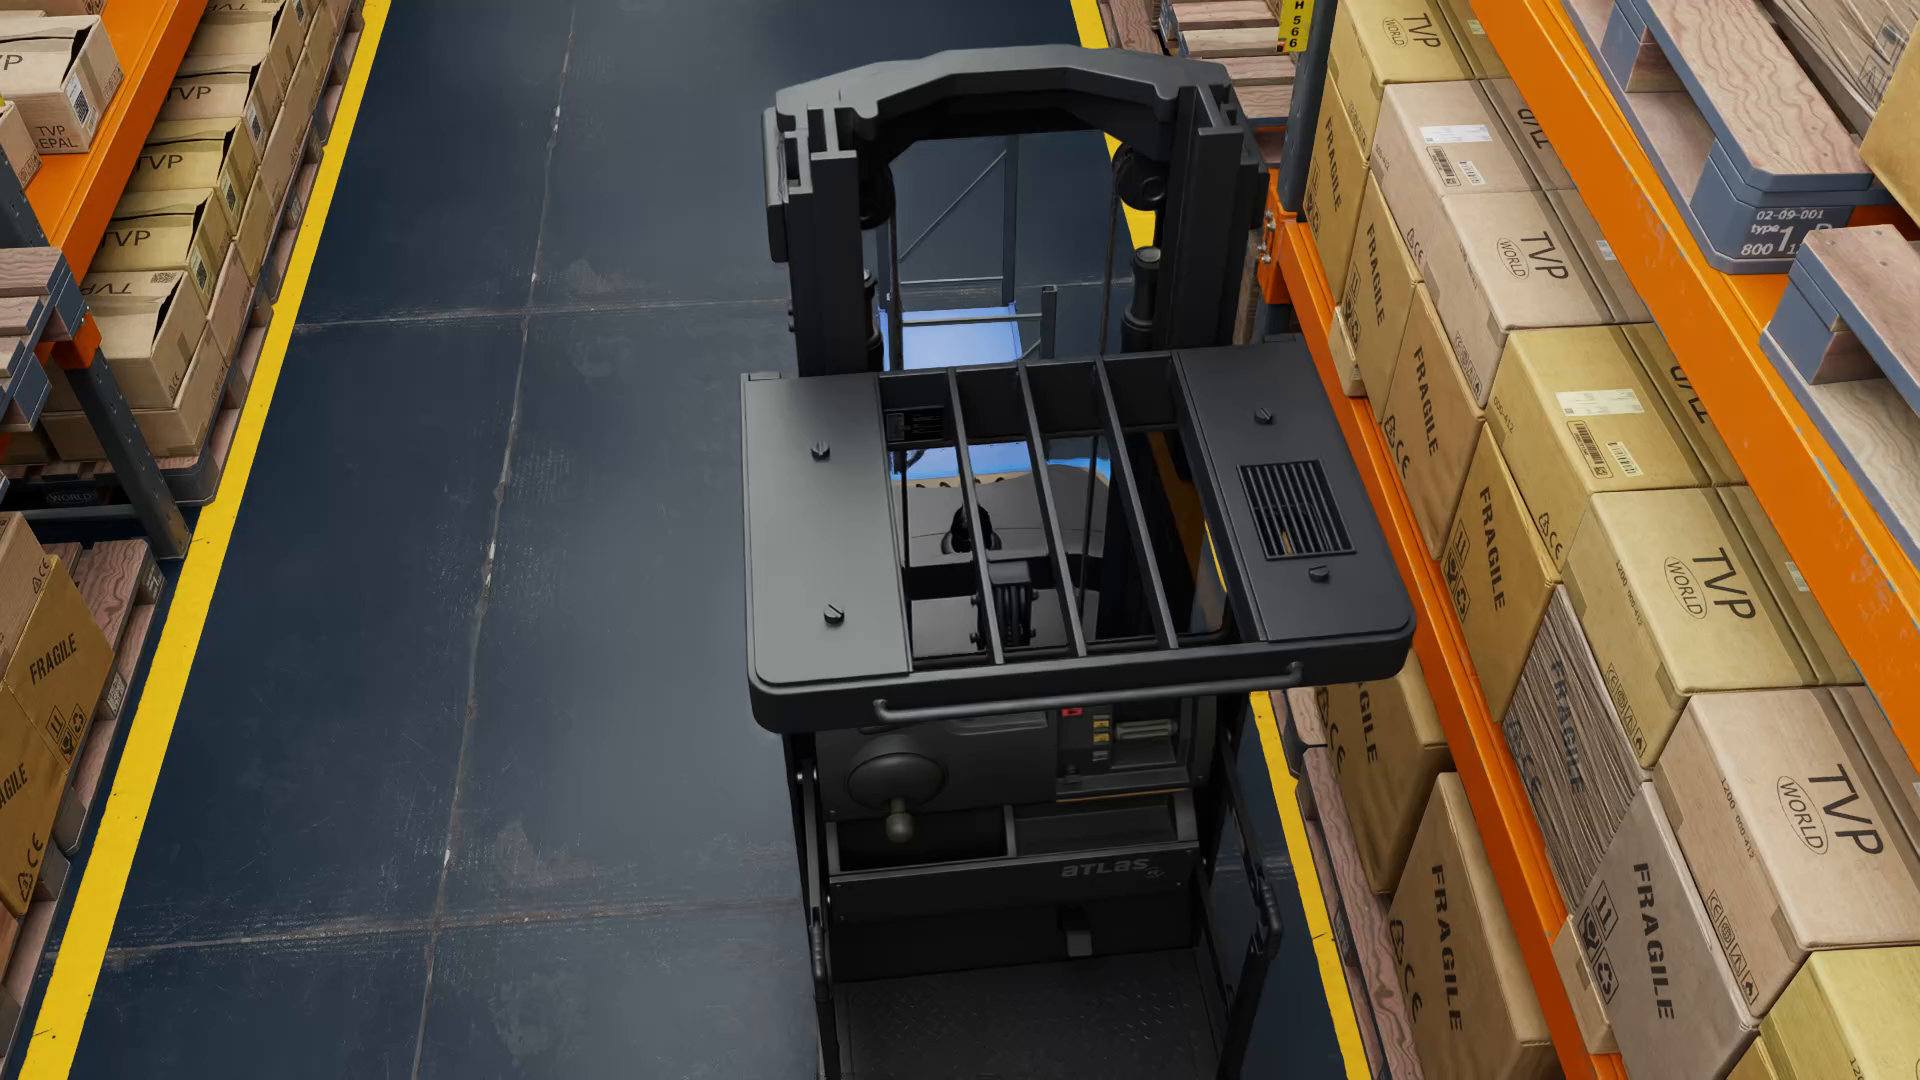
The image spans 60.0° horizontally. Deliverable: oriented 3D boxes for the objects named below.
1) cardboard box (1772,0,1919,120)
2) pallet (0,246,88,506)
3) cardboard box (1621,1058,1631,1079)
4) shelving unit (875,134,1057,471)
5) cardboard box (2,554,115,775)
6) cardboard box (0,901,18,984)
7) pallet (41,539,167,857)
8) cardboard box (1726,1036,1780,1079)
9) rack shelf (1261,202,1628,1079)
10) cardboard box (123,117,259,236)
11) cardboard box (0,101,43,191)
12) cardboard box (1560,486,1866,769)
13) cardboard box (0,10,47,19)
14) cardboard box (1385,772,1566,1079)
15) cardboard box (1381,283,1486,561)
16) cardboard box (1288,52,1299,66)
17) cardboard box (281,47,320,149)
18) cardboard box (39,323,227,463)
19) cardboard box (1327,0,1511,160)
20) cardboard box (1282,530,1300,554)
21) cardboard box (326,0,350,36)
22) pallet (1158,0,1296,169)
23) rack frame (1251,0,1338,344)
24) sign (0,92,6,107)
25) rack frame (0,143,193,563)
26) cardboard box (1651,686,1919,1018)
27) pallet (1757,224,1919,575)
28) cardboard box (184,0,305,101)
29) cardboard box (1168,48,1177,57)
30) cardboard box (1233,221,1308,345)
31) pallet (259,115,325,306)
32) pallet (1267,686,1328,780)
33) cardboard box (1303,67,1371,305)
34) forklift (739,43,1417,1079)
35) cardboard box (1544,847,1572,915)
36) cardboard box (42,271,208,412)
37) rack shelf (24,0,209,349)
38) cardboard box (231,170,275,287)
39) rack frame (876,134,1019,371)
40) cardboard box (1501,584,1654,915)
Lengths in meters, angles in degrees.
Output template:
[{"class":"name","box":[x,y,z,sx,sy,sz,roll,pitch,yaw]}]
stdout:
[{"class":"cardboard box","box":[1.835,-1.005,2.698,0.700,0.500,0.500,-4,47,-3]},{"class":"pallet","box":[-3.255,-0.417,4.711,1.213,0.211,1.003,-3,47,-3]},{"class":"cardboard box","box":[1.557,1.102,3.300,0.380,0.149,0.250,-2,47,-2]},{"class":"shelving unit","box":[-0.007,-0.577,5.764,0.538,1.500,1.048,-3,47,-3]},{"class":"cardboard box","box":[-3.070,0.401,5.222,0.500,0.500,0.500,-2,47,-2]},{"class":"cardboard box","box":[-2.977,1.155,4.509,0.500,0.500,0.500,-5,47,-5]},{"class":"pallet","box":[-3.357,0.532,5.601,1.003,0.211,1.213,-3,47,-3]},{"class":"cardboard box","box":[1.599,1.159,2.799,0.500,0.500,0.500,-4,47,-4]},{"class":"rack shelf","box":[1.721,0.421,4.280,1.077,0.370,4.000,-3,47,-3]},{"class":"cardboard box","box":[-3.226,-1.506,6.829,0.500,0.311,0.500,-5,47,-4]},{"class":"cardboard box","box":[-3.369,-1.204,5.386,0.500,0.311,0.500,-1,47,-1]},{"class":"cardboard box","box":[1.519,0.158,3.231,0.500,0.250,0.500,-3,47,-3]},{"class":"cardboard box","box":[-3.545,-1.802,6.064,0.380,0.149,0.250,0,47,0]},{"class":"cardboard box","box":[1.627,1.111,4.324,0.750,0.750,0.750,-2,47,-2]},{"class":"cardboard box","box":[1.415,-0.311,4.191,0.500,0.500,0.500,-4,47,-3]},{"class":"cardboard box","box":[1.505,-1.798,5.515,0.700,0.500,0.500,-8,47,-8]},{"class":"cardboard box","box":[-3.310,-2.044,7.724,0.500,0.250,0.500,-3,47,-2]},{"class":"cardboard box","box":[-3.133,-0.565,6.324,0.500,0.250,0.500,-4,47,-3]},{"class":"cardboard box","box":[1.337,-1.309,4.620,0.500,0.250,0.500,-2,47,-2]},{"class":"cardboard box","box":[1.485,-0.138,5.506,0.750,0.750,0.750,-4,47,-4]},{"class":"cardboard box","box":[-3.393,-2.780,8.421,0.500,0.250,0.500,-4,47,-4]},{"class":"pallet","box":[1.388,-1.716,5.942,1.213,0.211,1.003,-3,47,-3]},{"class":"rack frame","box":[1.554,-1.273,5.390,1.000,3.000,0.127,-3,47,-3]},{"class":"sign","box":[-2.842,-1.380,4.748,0.100,0.325,0.005,-3,47,-3]},{"class":"rack frame","box":[-3.382,-0.969,5.102,1.000,3.000,0.127,-3,47,-3]},{"class":"cardboard box","box":[1.561,0.527,2.881,0.500,0.250,0.500,-3,47,-2]},{"class":"pallet","box":[1.763,-0.005,2.255,0.805,0.209,1.217,-5,47,-5]},{"class":"cardboard box","box":[-3.308,-2.242,7.526,0.500,0.311,0.500,-4,47,-3]},{"class":"cardboard box","box":[1.390,-2.556,8.024,0.700,0.500,0.500,-4,47,-4]},{"class":"cardboard box","box":[1.442,-1.083,6.628,0.700,0.500,0.500,-3,47,-3]},{"class":"pallet","box":[-3.511,-1.489,7.515,1.003,0.211,1.213,-3,47,-3]},{"class":"pallet","box":[1.545,0.261,5.858,1.003,0.211,1.213,-3,47,-3]},{"class":"cardboard box","box":[1.339,-1.050,4.891,0.500,0.500,0.500,-2,47,-2]},{"class":"forklift","box":[0.158,0.571,3.690,1.130,2.935,3.031,-5,47,-4]},{"class":"cardboard box","box":[1.522,0.733,3.649,0.380,0.149,0.250,-3,47,-3]},{"class":"cardboard box","box":[-3.133,-0.758,6.120,0.500,0.311,0.500,-2,47,-2]},{"class":"rack shelf","box":[-3.550,-2.169,6.734,1.077,0.370,4.000,-3,47,-3]},{"class":"cardboard box","box":[-3.226,-1.304,7.024,0.500,0.250,0.500,-5,47,-4]},{"class":"rack frame","box":[-0.050,-0.945,6.112,0.500,1.500,0.032,-3,47,-3]},{"class":"cardboard box","box":[1.513,0.426,3.493,0.500,0.500,0.500,-3,47,-3]}]
